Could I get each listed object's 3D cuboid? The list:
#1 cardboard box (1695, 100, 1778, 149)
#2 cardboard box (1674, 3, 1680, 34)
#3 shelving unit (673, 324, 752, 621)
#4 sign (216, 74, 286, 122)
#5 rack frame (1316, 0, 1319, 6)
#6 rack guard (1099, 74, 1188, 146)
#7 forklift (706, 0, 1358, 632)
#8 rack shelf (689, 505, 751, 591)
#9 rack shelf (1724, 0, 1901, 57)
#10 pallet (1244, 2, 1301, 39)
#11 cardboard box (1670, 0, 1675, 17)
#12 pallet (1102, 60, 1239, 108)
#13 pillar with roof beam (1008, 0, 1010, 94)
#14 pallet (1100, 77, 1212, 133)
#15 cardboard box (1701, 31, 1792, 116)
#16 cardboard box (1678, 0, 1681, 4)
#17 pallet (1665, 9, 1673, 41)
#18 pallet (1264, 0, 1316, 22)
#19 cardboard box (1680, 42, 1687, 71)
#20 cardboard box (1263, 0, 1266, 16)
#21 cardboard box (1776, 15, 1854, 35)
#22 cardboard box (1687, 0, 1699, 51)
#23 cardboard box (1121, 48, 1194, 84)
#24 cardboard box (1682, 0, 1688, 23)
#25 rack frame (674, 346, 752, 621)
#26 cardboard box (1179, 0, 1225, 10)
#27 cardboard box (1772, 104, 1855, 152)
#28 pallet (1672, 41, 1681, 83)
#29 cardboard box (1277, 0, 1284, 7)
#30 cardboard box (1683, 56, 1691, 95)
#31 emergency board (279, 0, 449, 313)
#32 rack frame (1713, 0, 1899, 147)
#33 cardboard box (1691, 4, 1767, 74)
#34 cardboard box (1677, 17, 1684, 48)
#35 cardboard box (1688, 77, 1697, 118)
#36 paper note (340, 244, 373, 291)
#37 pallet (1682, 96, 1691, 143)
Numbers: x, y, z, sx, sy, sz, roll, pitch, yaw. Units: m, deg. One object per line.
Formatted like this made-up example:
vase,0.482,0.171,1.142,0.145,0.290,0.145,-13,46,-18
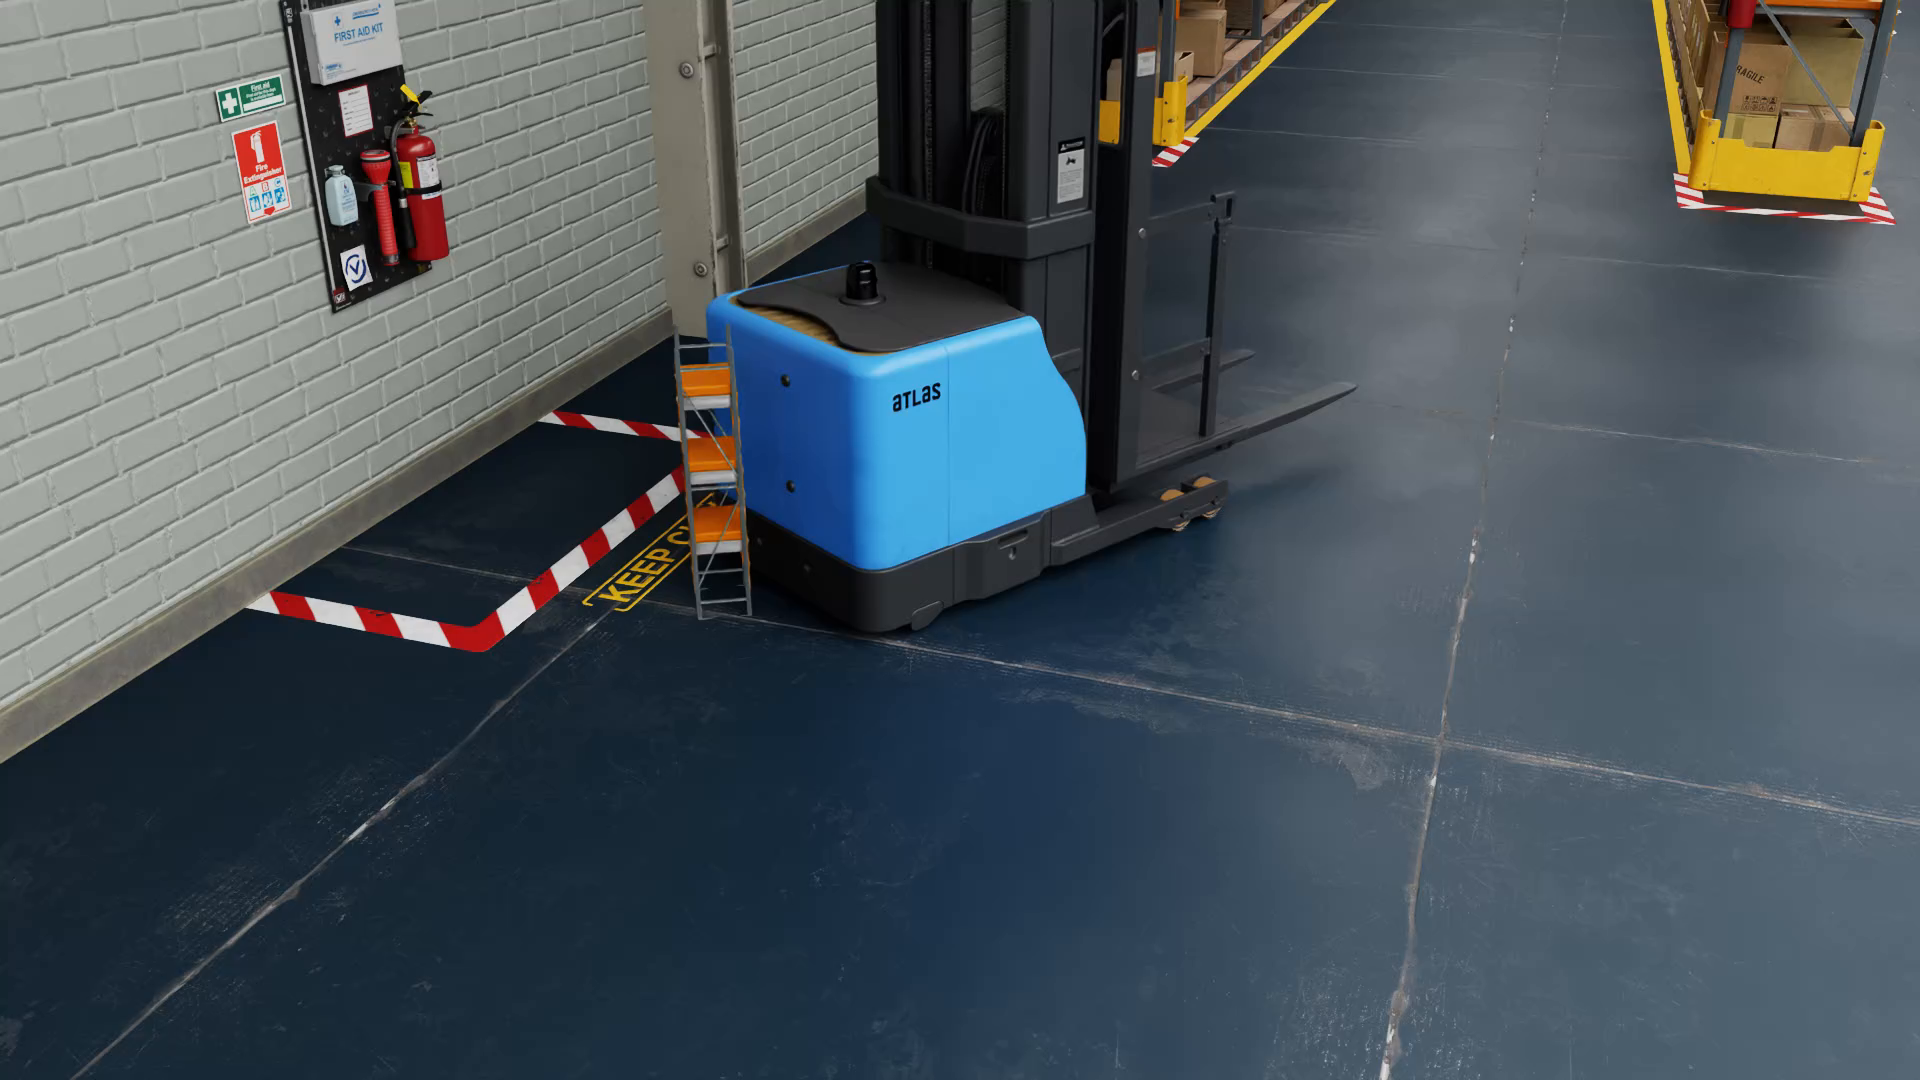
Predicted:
cardboard box,5.766,-3.089,12.362,0.500,0.250,0.500,9,27,17
cardboard box,7.573,-5.309,16.946,0.500,0.250,0.500,9,27,18
shelving unit,-0.894,-0.236,6.030,0.215,1.050,0.252,-5,26,-8
sign,-2.515,-1.572,5.905,0.001,0.109,0.331,9,27,17
rack frame,3.856,-7.879,19.581,1.000,3.000,0.127,9,27,17
rack guard,1.219,-3.498,13.400,1.175,0.500,0.348,9,27,17
forklift,0.487,-1.512,6.510,3.031,2.935,1.130,-21,33,-36
rack shelf,-0.891,0.024,6.156,0.215,0.259,0.240,-5,26,-8
rack shelf,6.532,-4.373,13.165,1.077,0.370,4.000,9,27,17
pallet,3.187,-5.803,18.494,1.003,0.211,1.213,9,27,17
cardboard box,7.911,-5.734,17.825,0.500,0.250,0.500,8,27,16
pallet,1.930,-4.196,15.174,1.003,0.211,1.213,9,27,17
pillar with roof beam,4.671,-7.080,11.047,9.100,9.000,0.400,9,27,17
pallet,1.523,-3.696,14.142,1.003,0.211,1.213,9,27,17
cardboard box,5.764,-3.427,12.199,0.500,0.500,0.500,9,27,17
cardboard box,7.568,-5.556,16.812,0.500,0.311,0.500,8,27,17
pallet,8.218,-5.574,18.021,1.003,0.211,1.213,9,27,17
pallet,3.595,-6.303,19.526,1.003,0.211,1.213,9,27,17
cardboard box,6.757,-4.323,14.910,0.500,0.250,0.500,9,27,17
cardboard box,2.879,-5.833,17.718,0.700,0.500,0.500,8,27,16
cardboard box,6.574,-3.765,12.896,0.500,0.500,0.500,9,27,17
cardboard box,6.589,-4.456,14.323,0.500,0.500,0.500,9,27,17
cardboard box,1.699,-4.085,14.325,0.500,0.311,0.500,11,28,22
cardboard box,7.229,-5.145,15.964,0.500,0.311,0.500,10,27,19
rack frame,-0.873,-0.183,5.922,0.200,1.050,0.008,-5,26,-8
cardboard box,2.217,-4.876,15.742,0.500,0.500,0.500,7,27,14
cardboard box,6.255,-3.014,12.207,0.500,0.250,0.500,9,27,17
pallet,7.406,-4.572,15.950,1.003,0.211,1.213,9,27,17
cardboard box,3.246,-6.245,18.570,0.700,0.500,0.500,9,27,17
cardboard box,6.415,-3.914,14.065,0.500,0.250,0.500,9,27,17
emergency board,-2.244,-1.529,6.466,0.194,1.169,0.643,9,27,17
rack frame,5.866,-3.875,11.310,1.000,3.000,0.127,9,27,17
cardboard box,6.251,-4.045,13.476,0.500,0.500,0.500,9,27,17
cardboard box,7.232,-4.890,16.081,0.500,0.250,0.500,8,27,17
cardboard box,6.086,-3.502,13.215,0.500,0.250,0.500,9,27,17
paper note,-2.368,-1.070,6.528,0.016,0.148,0.142,9,27,17
pallet,6.489,-3.440,13.612,1.003,0.211,1.213,9,27,17
